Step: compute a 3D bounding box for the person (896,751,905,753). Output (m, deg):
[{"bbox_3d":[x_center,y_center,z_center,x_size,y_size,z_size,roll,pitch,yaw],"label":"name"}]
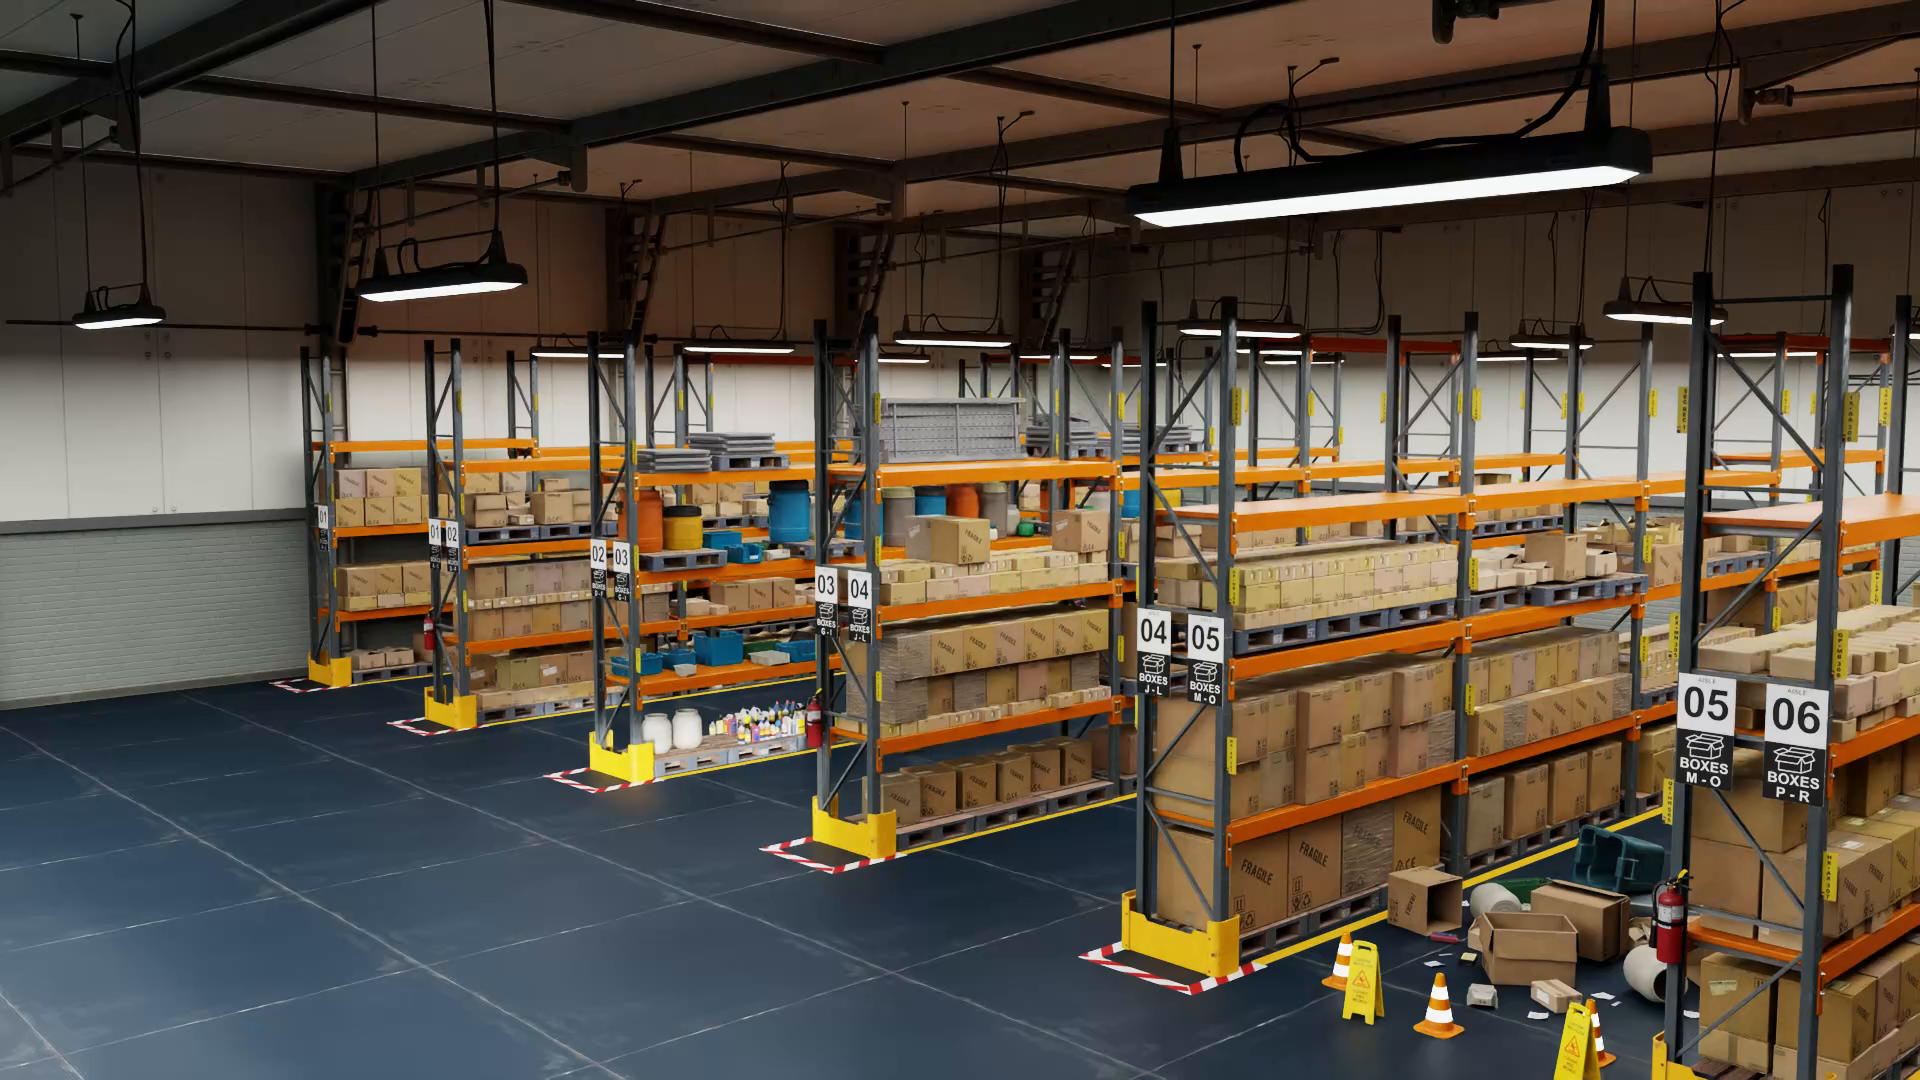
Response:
[{"bbox_3d":[-0.677,2.142,24.103,0.920,1.744,0.547,-3,6,-34],"label":"person"}]
